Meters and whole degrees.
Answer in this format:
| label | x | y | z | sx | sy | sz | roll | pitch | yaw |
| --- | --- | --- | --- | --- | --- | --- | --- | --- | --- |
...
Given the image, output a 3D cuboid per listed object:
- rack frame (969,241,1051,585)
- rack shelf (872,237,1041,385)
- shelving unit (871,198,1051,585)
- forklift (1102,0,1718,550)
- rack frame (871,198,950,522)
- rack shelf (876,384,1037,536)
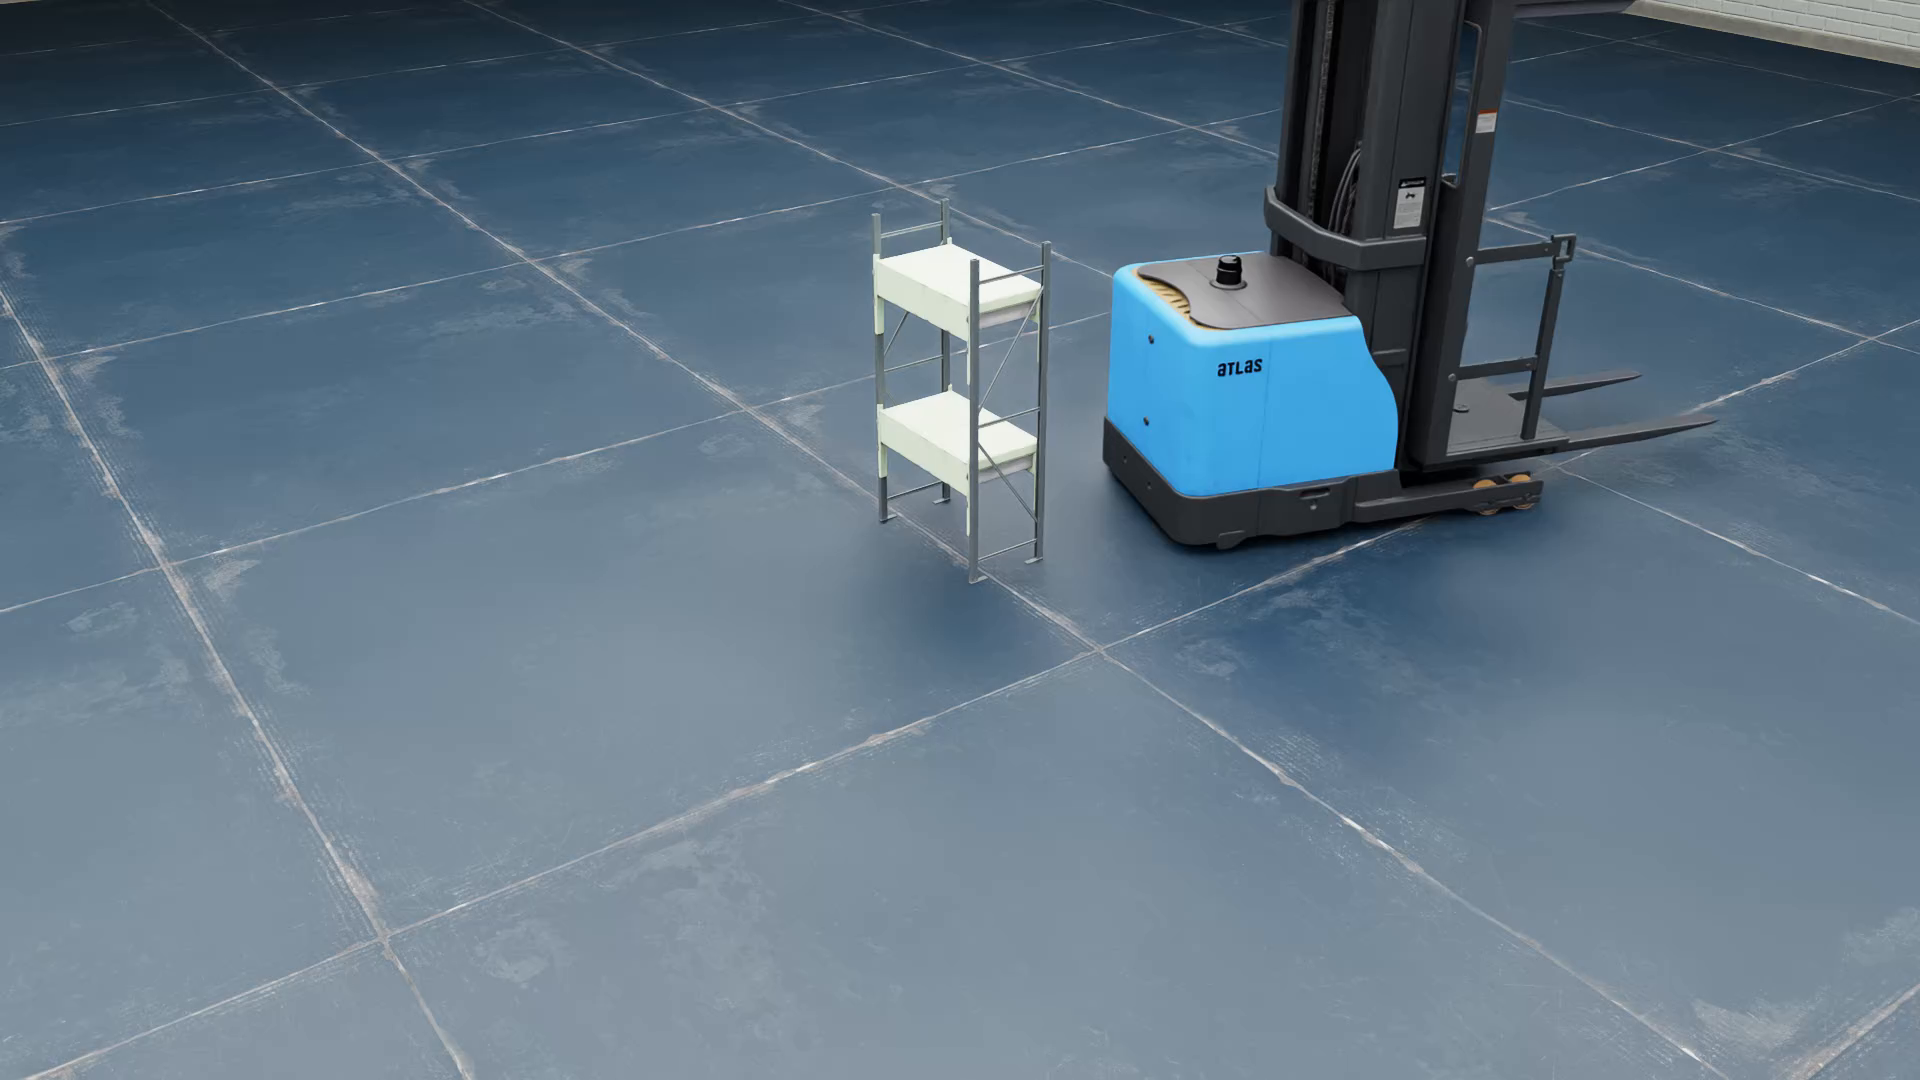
| label | x | y | z | sx | sy | sz | roll | pitch | yaw |
| --- | --- | --- | --- | --- | --- | --- | --- | --- | --- |
| rack frame | 0.208 | -0.519 | 7.135 | 0.400 | 1.500 | 0.023 | -19 | 34 | -31 |
| rack shelf | -0.004 | -1.005 | 7.211 | 0.431 | 0.370 | 0.720 | -19 | 34 | -31 |
| shelving unit | -0.004 | -0.662 | 7.397 | 0.431 | 1.500 | 0.755 | -19 | 34 | -31 |
| forklift | 2.290 | -1.639 | 7.697 | 3.031 | 2.935 | 1.130 | -8 | 30 | -15 |
| rack frame | -0.216 | -0.804 | 7.659 | 0.400 | 1.500 | 0.023 | -19 | 34 | -31 |
| rack shelf | -0.004 | -0.375 | 7.552 | 0.431 | 0.370 | 0.720 | -19 | 34 | -31 |
